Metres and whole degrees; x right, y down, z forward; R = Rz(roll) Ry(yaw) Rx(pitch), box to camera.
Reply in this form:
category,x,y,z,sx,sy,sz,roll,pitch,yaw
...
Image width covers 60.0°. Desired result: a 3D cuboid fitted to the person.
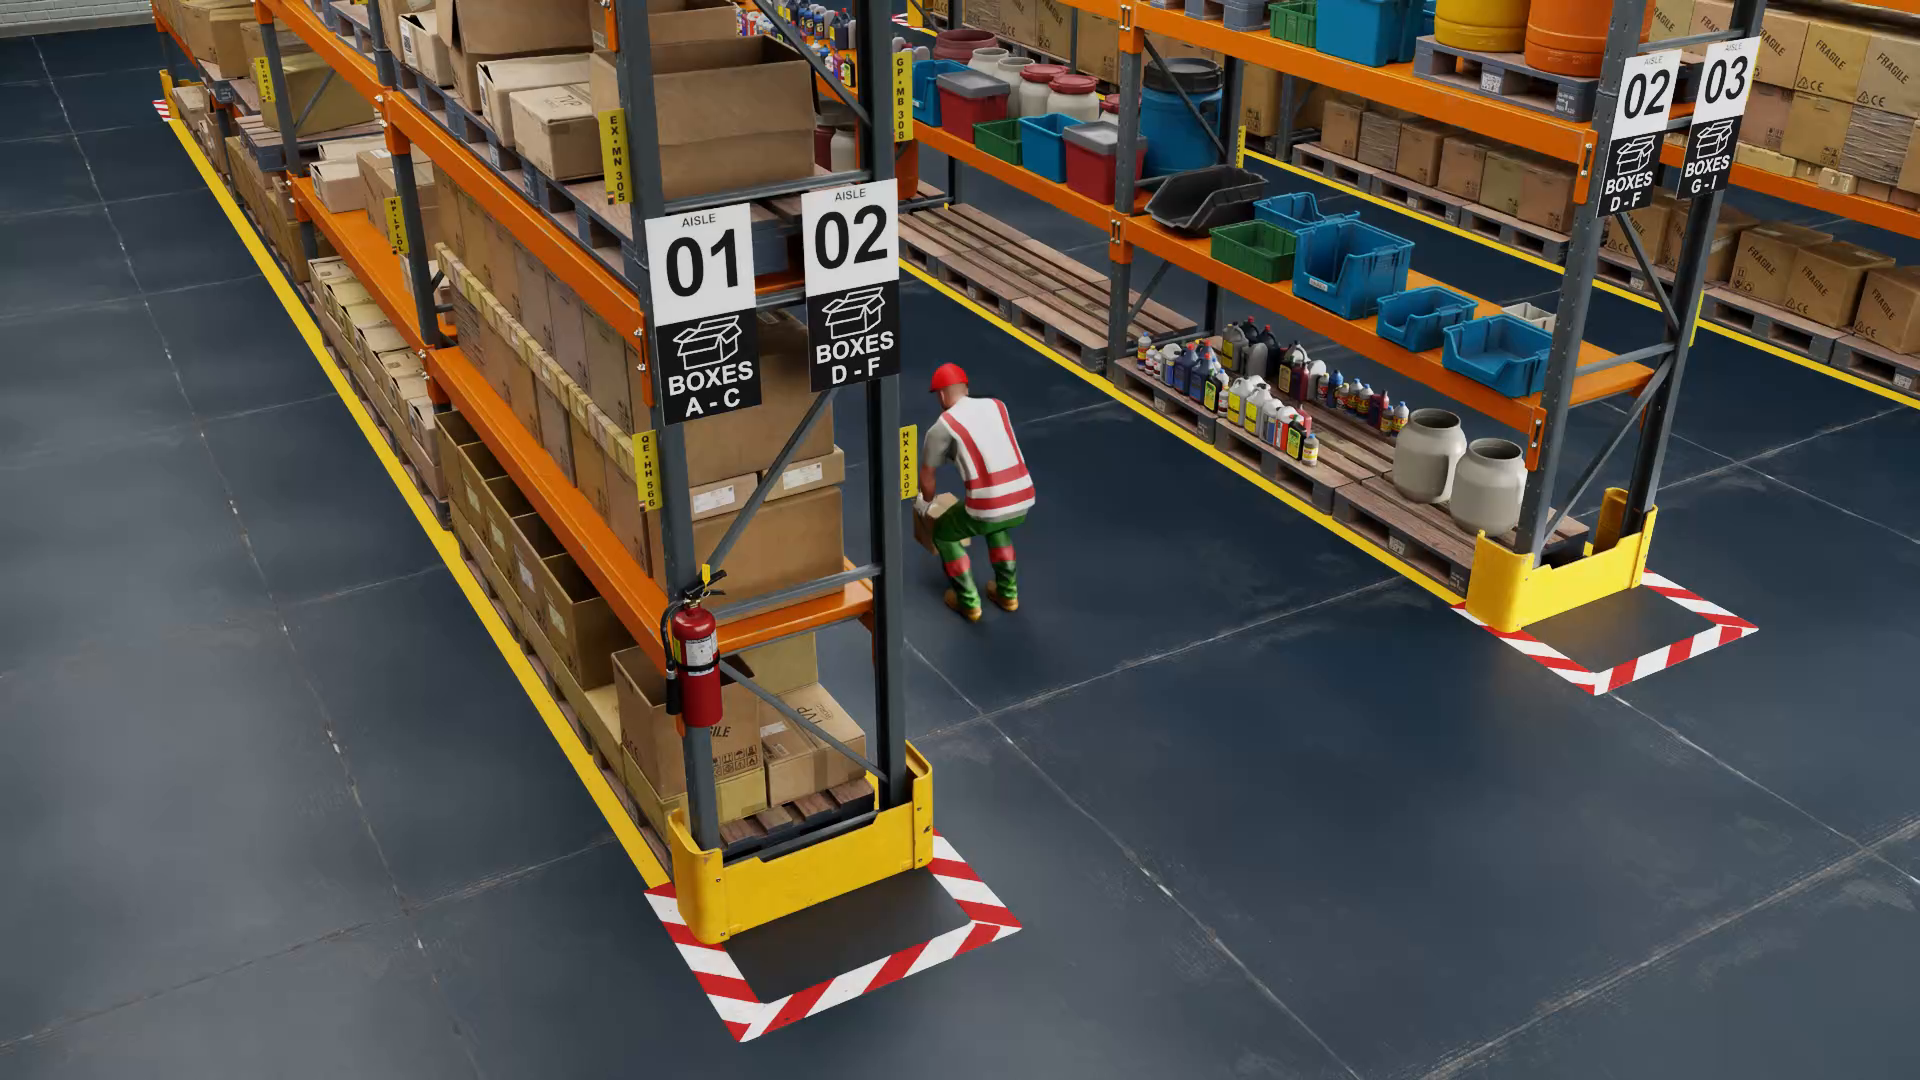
category,x,y,z,sx,sy,sz,roll,pitch,yaw
person,0.070,-0.253,9.394,0.584,1.414,0.765,-16,32,-26
